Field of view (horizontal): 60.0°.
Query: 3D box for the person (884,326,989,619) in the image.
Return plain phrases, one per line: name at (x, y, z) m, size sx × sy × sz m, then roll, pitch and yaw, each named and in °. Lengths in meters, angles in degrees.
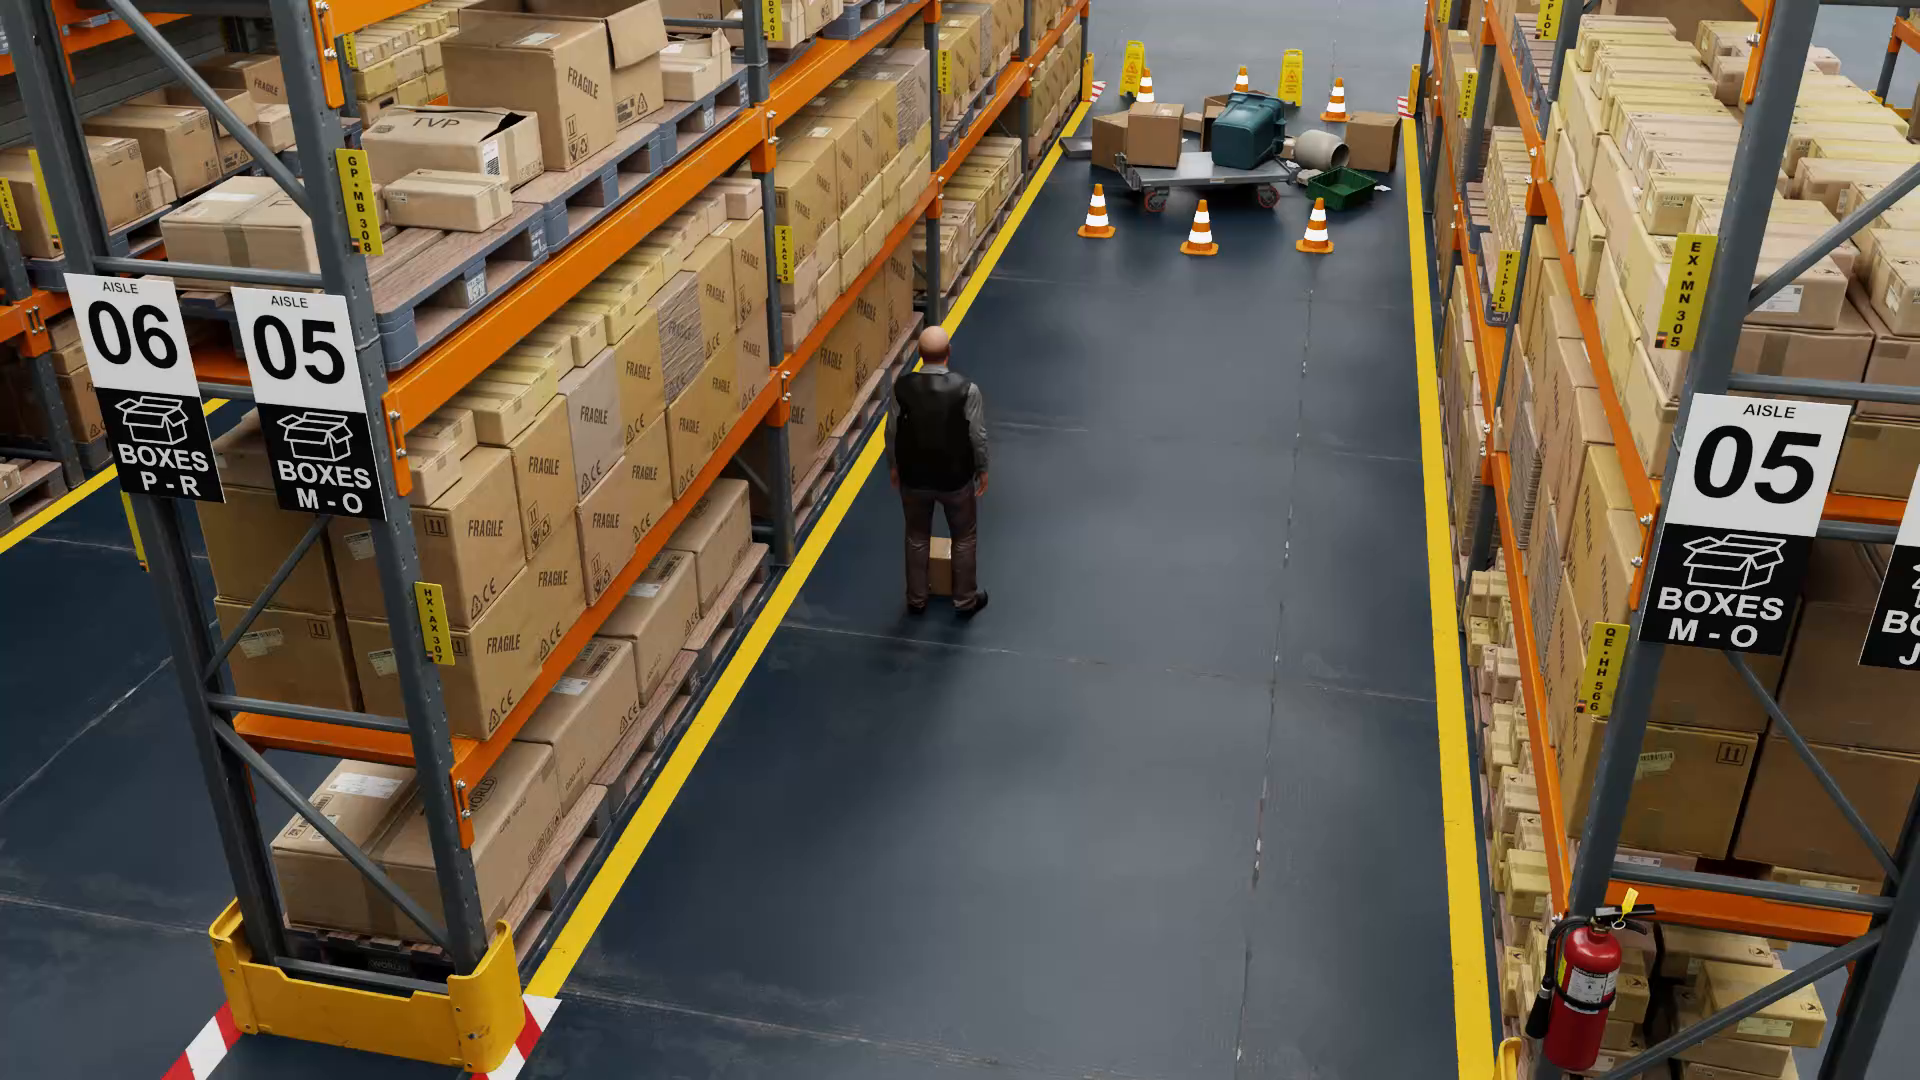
person at (-0.130, -0.354, 9.295) m, size 0.581 × 1.720 × 0.424 m, roll 5°, pitch 29°, yaw 8°
